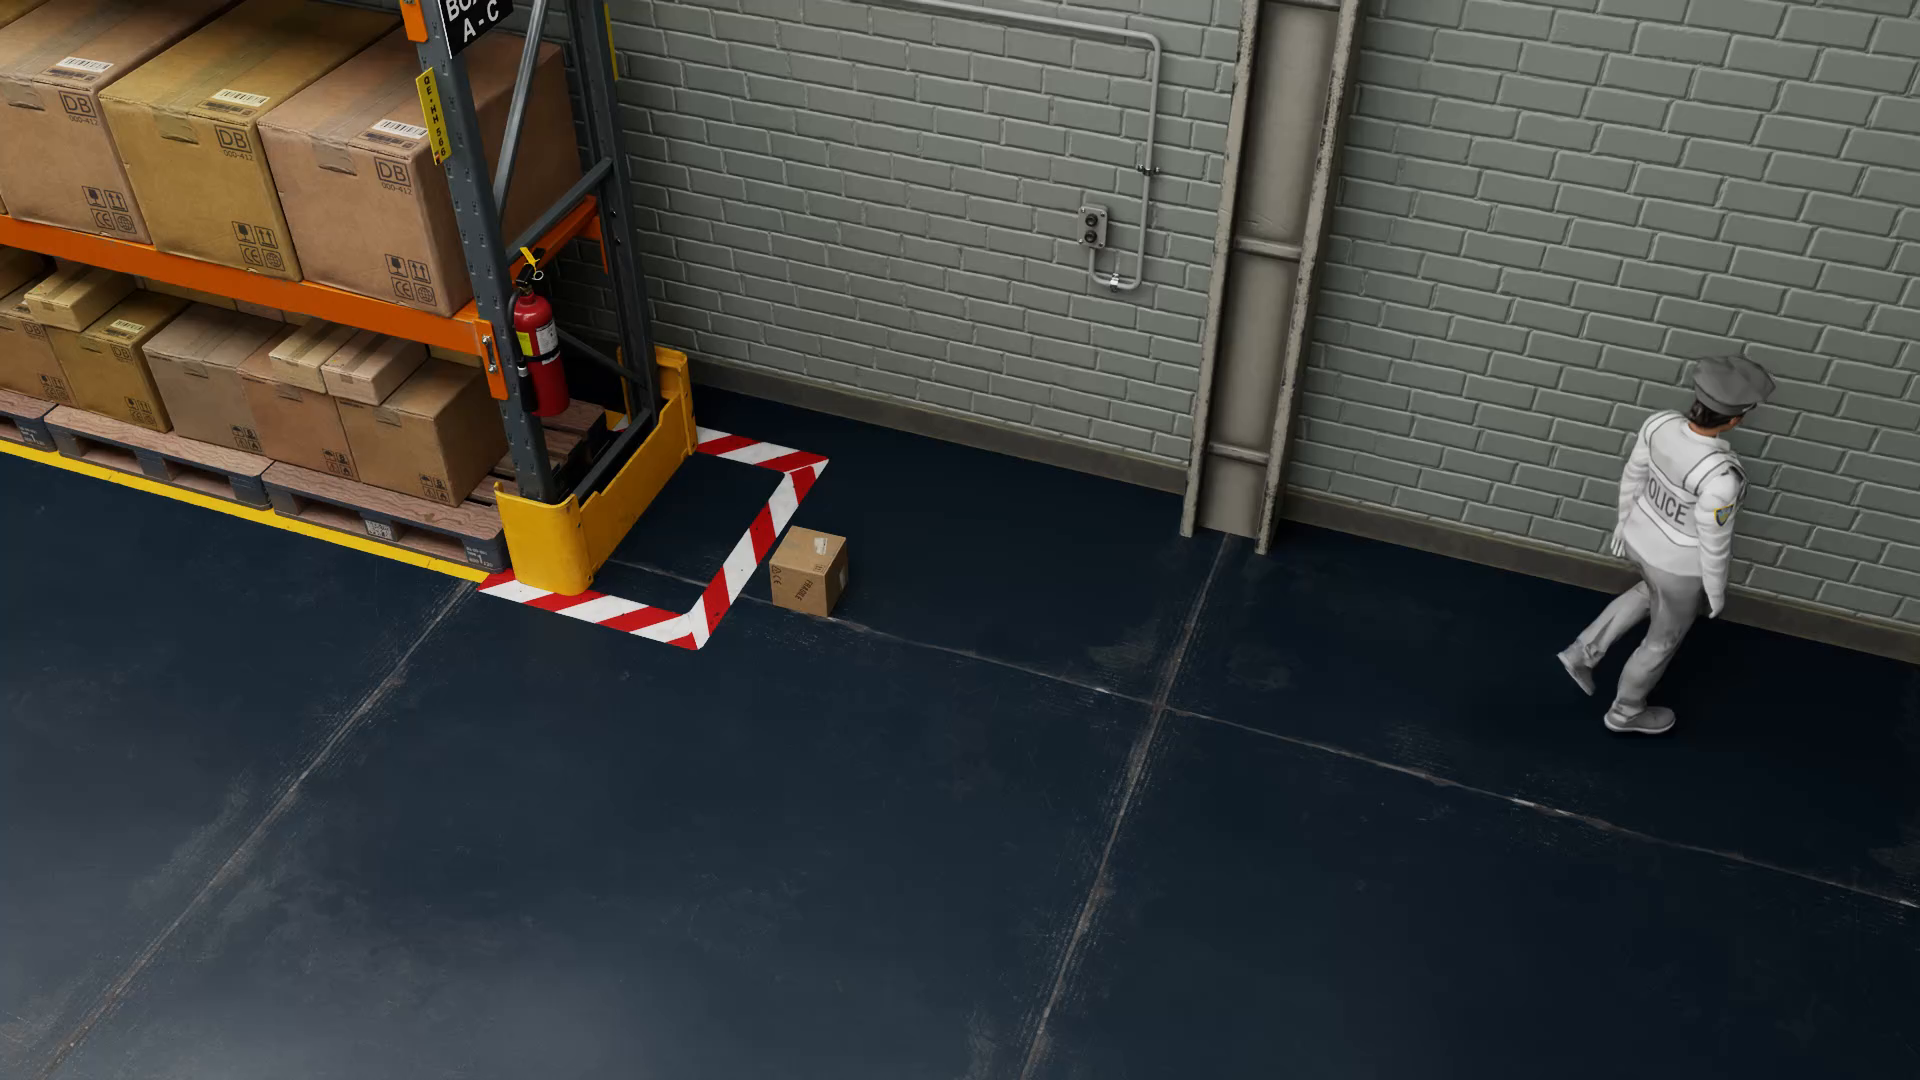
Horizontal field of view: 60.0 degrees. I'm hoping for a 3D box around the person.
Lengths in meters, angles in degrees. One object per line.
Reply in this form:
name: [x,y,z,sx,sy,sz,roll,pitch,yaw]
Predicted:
person: [2.581,0.054,6.066,0.449,1.663,0.502,-9,43,-10]
